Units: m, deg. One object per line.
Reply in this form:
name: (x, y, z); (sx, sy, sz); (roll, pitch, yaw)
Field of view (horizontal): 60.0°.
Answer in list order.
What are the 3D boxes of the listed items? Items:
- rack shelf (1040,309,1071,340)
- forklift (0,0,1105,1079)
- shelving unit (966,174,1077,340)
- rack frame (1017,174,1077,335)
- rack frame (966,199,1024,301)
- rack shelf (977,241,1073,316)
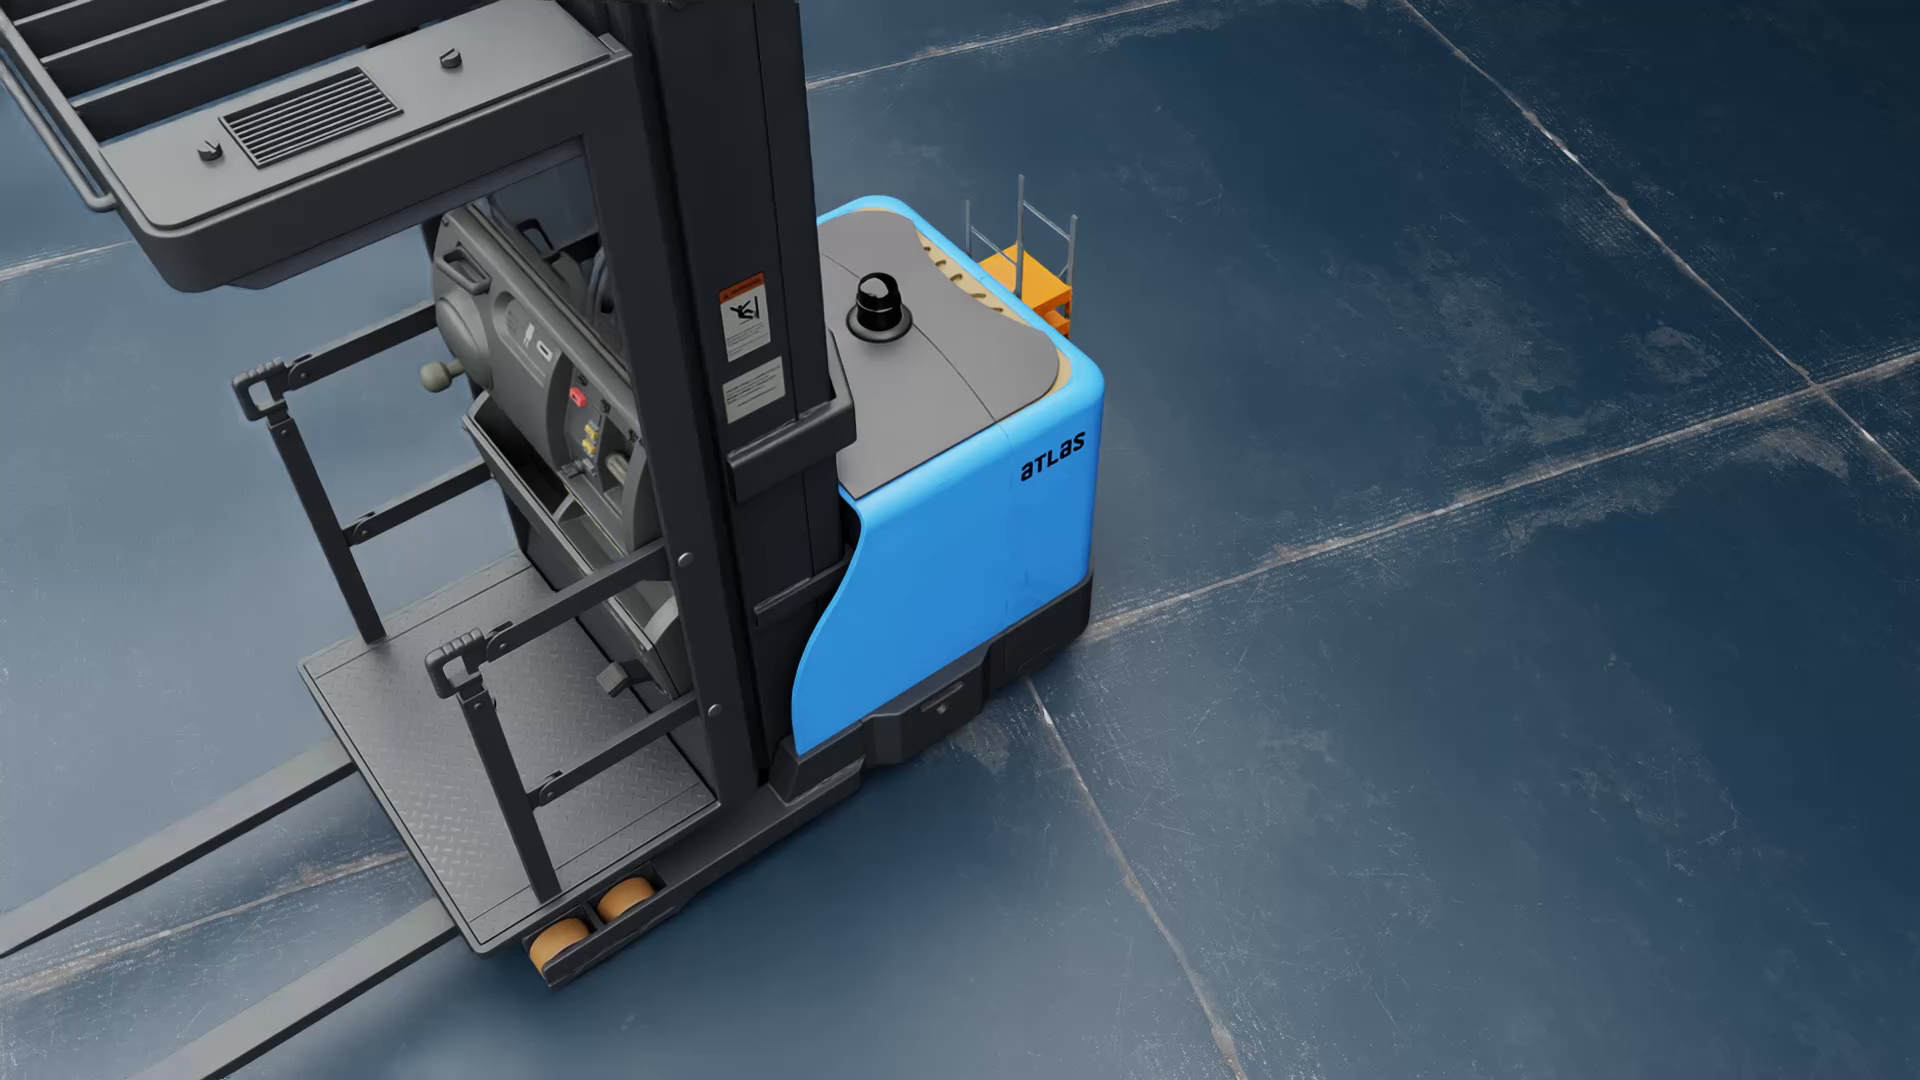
rack shelf: (0.163, -0.618, 4.732); (0.180, 0.103, 0.258); (-30, 56, -23)
forklift: (-1.092, -0.283, 3.561); (3.031, 2.935, 1.130); (-30, 56, -23)
shelving unit: (0.163, -0.490, 4.880); (0.189, 1.200, 0.258); (-30, 56, -23)
rack frame: (0.236, -0.533, 4.917); (0.006, 1.200, 0.240); (-30, 56, -23)
rack frame: (0.091, -0.448, 4.844); (0.006, 1.200, 0.240); (-30, 56, -23)
rack shelf: (0.163, -0.696, 4.641); (0.180, 0.103, 0.258); (-30, 56, -23)
